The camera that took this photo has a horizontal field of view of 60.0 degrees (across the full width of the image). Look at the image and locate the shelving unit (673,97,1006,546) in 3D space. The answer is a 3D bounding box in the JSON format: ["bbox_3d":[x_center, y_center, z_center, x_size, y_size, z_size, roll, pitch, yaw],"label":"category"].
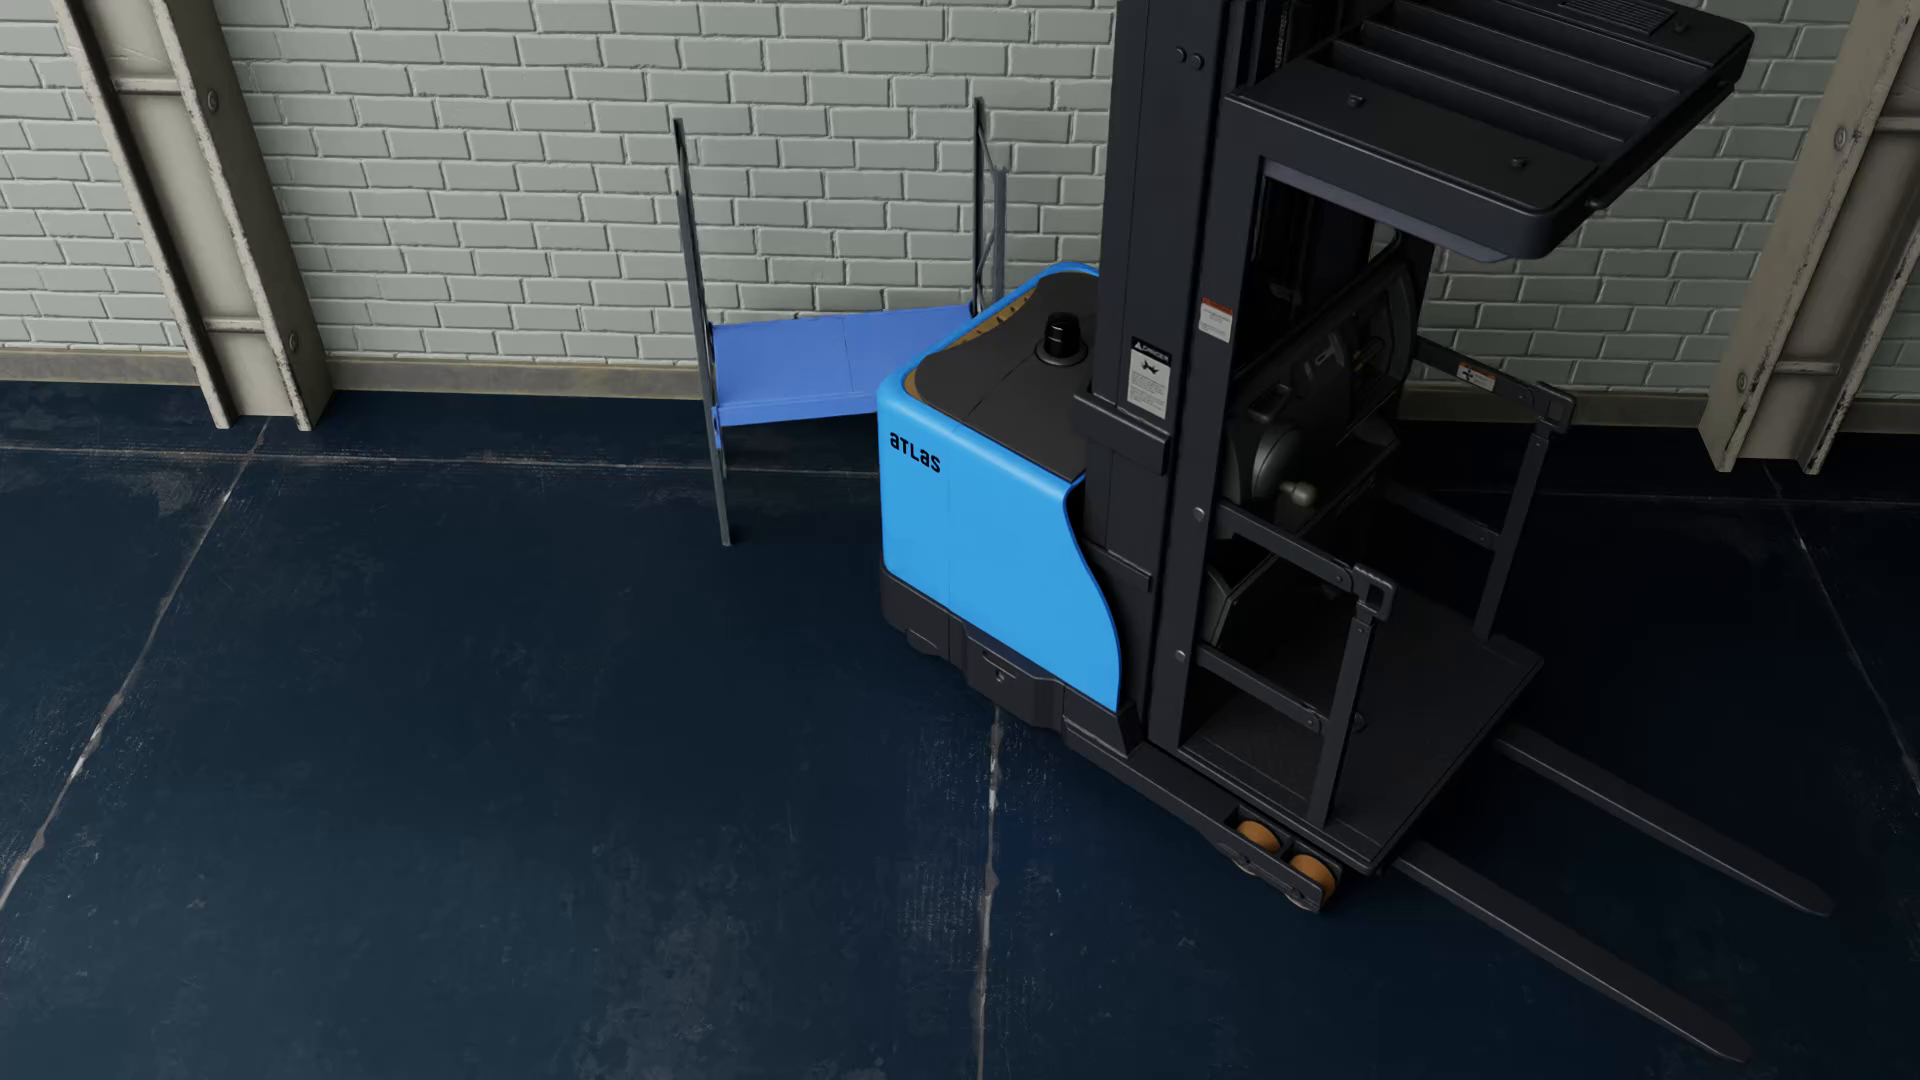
[{"bbox_3d":[-0.405,-0.745,5.949,1.048,1.500,0.538,-6,43,-6],"label":"shelving unit"}]

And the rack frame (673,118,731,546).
[{"bbox_3d":[-0.908,-0.695,5.896,0.032,1.500,0.500,-6,43,-6],"label":"rack frame"}]

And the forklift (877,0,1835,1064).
[{"bbox_3d":[1.165,-0.363,4.490,3.031,2.935,1.130,31,51,29],"label":"forklift"}]

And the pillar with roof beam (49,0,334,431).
[{"bbox_3d":[-3.004,-0.914,0.629,0.400,9.000,9.100,2,43,2],"label":"pillar with roof beam"}]

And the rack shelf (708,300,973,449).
[{"bbox_3d":[-0.405,-0.613,6.072,1.000,0.185,0.538,-6,43,-6],"label":"rack shelf"}]

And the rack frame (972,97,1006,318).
[{"bbox_3d":[0.098,-0.795,6.003,0.032,1.500,0.500,-6,43,-6],"label":"rack frame"}]

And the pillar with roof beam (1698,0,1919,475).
[{"bbox_3d":[2.990,-0.729,0.431,0.400,9.000,9.100,2,43,2],"label":"pillar with roof beam"}]
